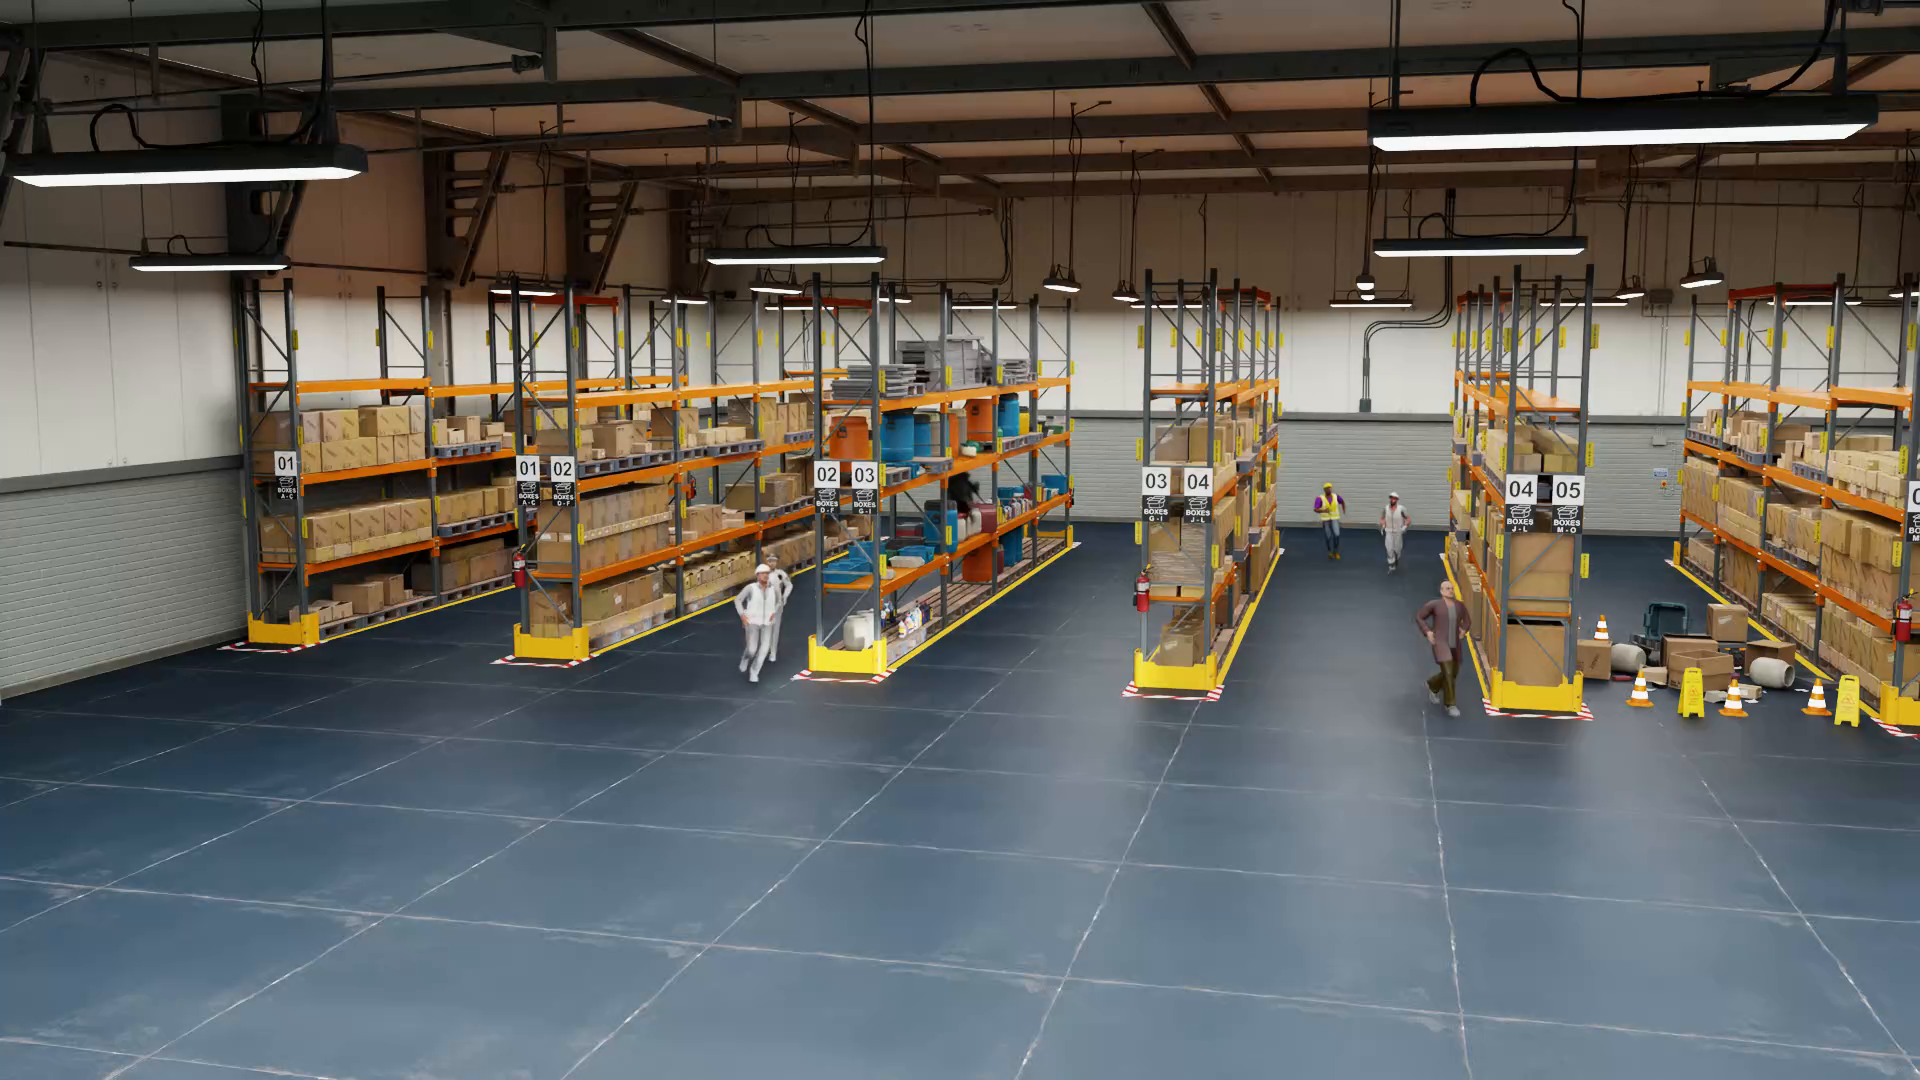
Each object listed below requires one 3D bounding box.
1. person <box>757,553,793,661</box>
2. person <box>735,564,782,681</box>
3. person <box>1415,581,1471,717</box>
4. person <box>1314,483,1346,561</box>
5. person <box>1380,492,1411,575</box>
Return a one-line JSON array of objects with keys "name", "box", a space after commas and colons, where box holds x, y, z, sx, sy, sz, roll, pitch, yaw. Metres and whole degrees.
[{"name": "person", "box": [-2.952, 1.022, 26.221, 0.619, 1.663, 0.858, 0, 7, -2]}, {"name": "person", "box": [-2.974, 1.209, 24.659, 0.706, 1.716, 0.559, -3, 8, -26]}, {"name": "person", "box": [6.606, 1.449, 22.574, 0.726, 1.793, 0.883, -2, 7, -18]}, {"name": "person", "box": [8.481, -0.420, 38.145, 0.724, 1.795, 0.659, 1, 7, 11]}, {"name": "person", "box": [9.356, -0.149, 35.813, 0.651, 1.758, 0.635, 3, 8, 26]}]
